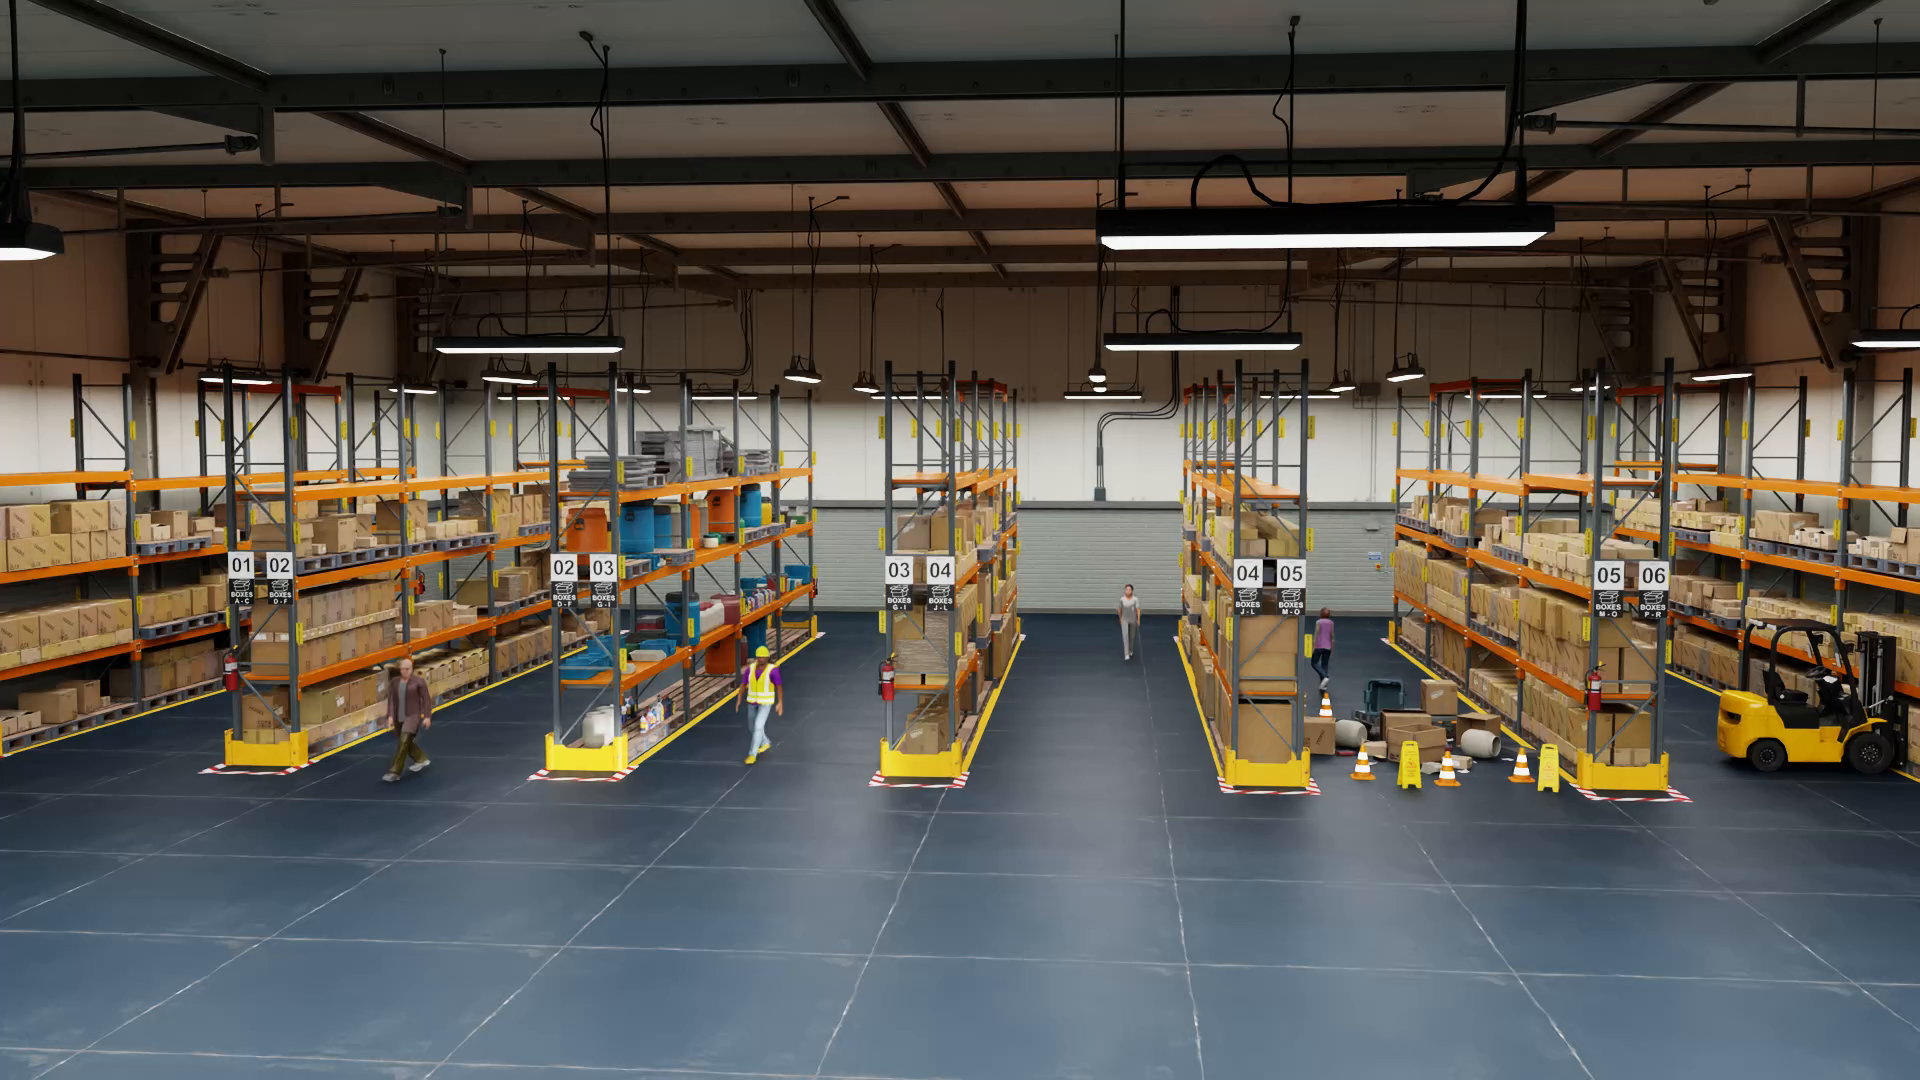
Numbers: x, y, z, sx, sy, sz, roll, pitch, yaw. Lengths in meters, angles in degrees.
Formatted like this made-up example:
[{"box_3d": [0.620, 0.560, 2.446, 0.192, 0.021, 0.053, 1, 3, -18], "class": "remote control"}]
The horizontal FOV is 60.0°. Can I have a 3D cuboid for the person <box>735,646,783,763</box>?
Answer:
[{"box_3d": [-3.049, 2.477, 25.281, 0.659, 1.735, 0.913, 1, 4, 16], "class": "person"}]

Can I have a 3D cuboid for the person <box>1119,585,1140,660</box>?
[{"box_3d": [3.714, 1.782, 36.454, 0.464, 1.610, 1.058, 0, 4, 2], "class": "person"}]

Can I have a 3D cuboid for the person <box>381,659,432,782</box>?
[{"box_3d": [-7.985, 2.565, 23.951, 0.568, 1.705, 1.164, 1, 4, 18], "class": "person"}]

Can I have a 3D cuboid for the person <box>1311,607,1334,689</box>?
[{"box_3d": [7.004, 2.098, 32.001, 0.469, 1.602, 0.547, -1, 4, -16], "class": "person"}]
